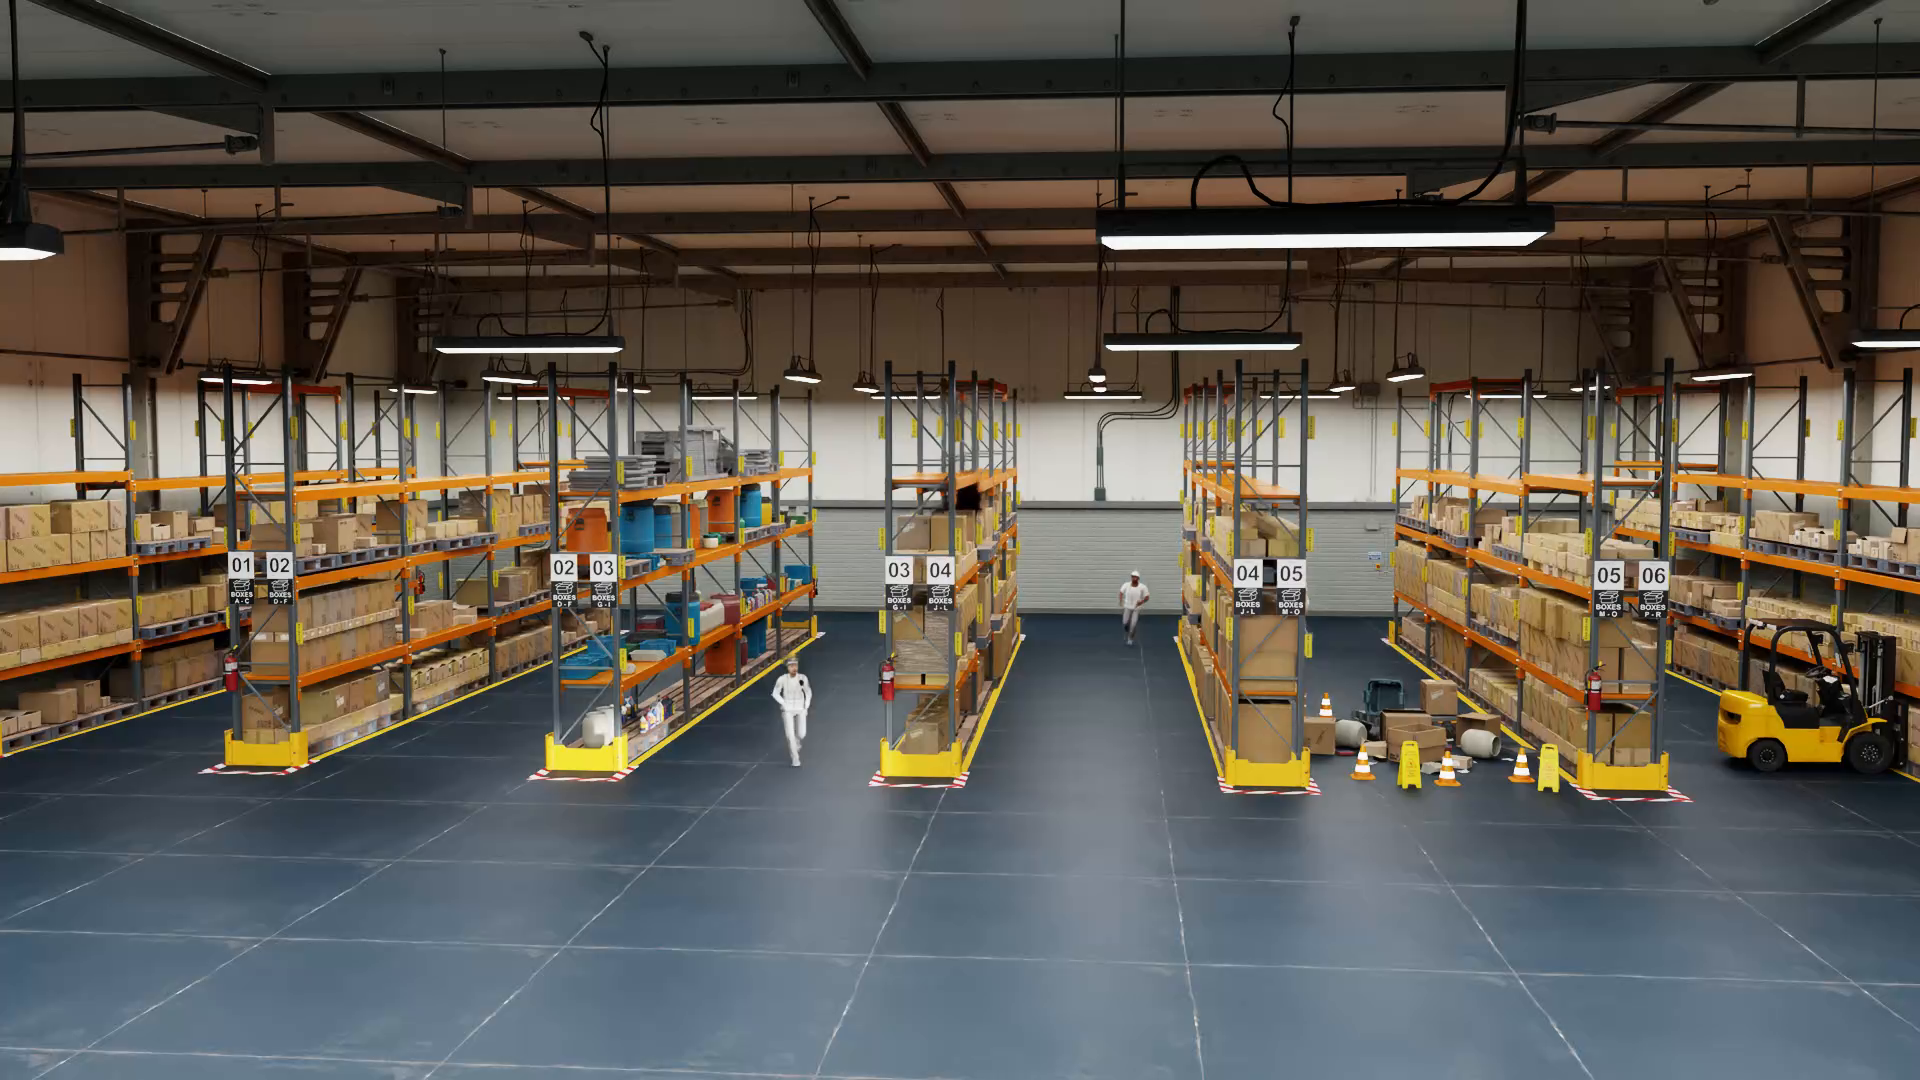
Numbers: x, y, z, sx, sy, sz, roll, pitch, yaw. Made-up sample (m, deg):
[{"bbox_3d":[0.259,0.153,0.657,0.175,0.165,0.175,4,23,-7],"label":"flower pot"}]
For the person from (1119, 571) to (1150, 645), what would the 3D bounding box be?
[{"bbox_3d":[4.049,1.589,38.857,0.733,1.718,0.487,1,4,17],"label":"person"}]

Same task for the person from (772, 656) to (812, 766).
[{"bbox_3d":[-2.522,2.551,24.938,0.572,1.644,0.565,-1,4,-13],"label":"person"}]

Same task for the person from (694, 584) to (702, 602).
[{"bbox_3d":[-6.026,1.741,37.186,0.566,1.636,0.542,1,4,9],"label":"person"}]
